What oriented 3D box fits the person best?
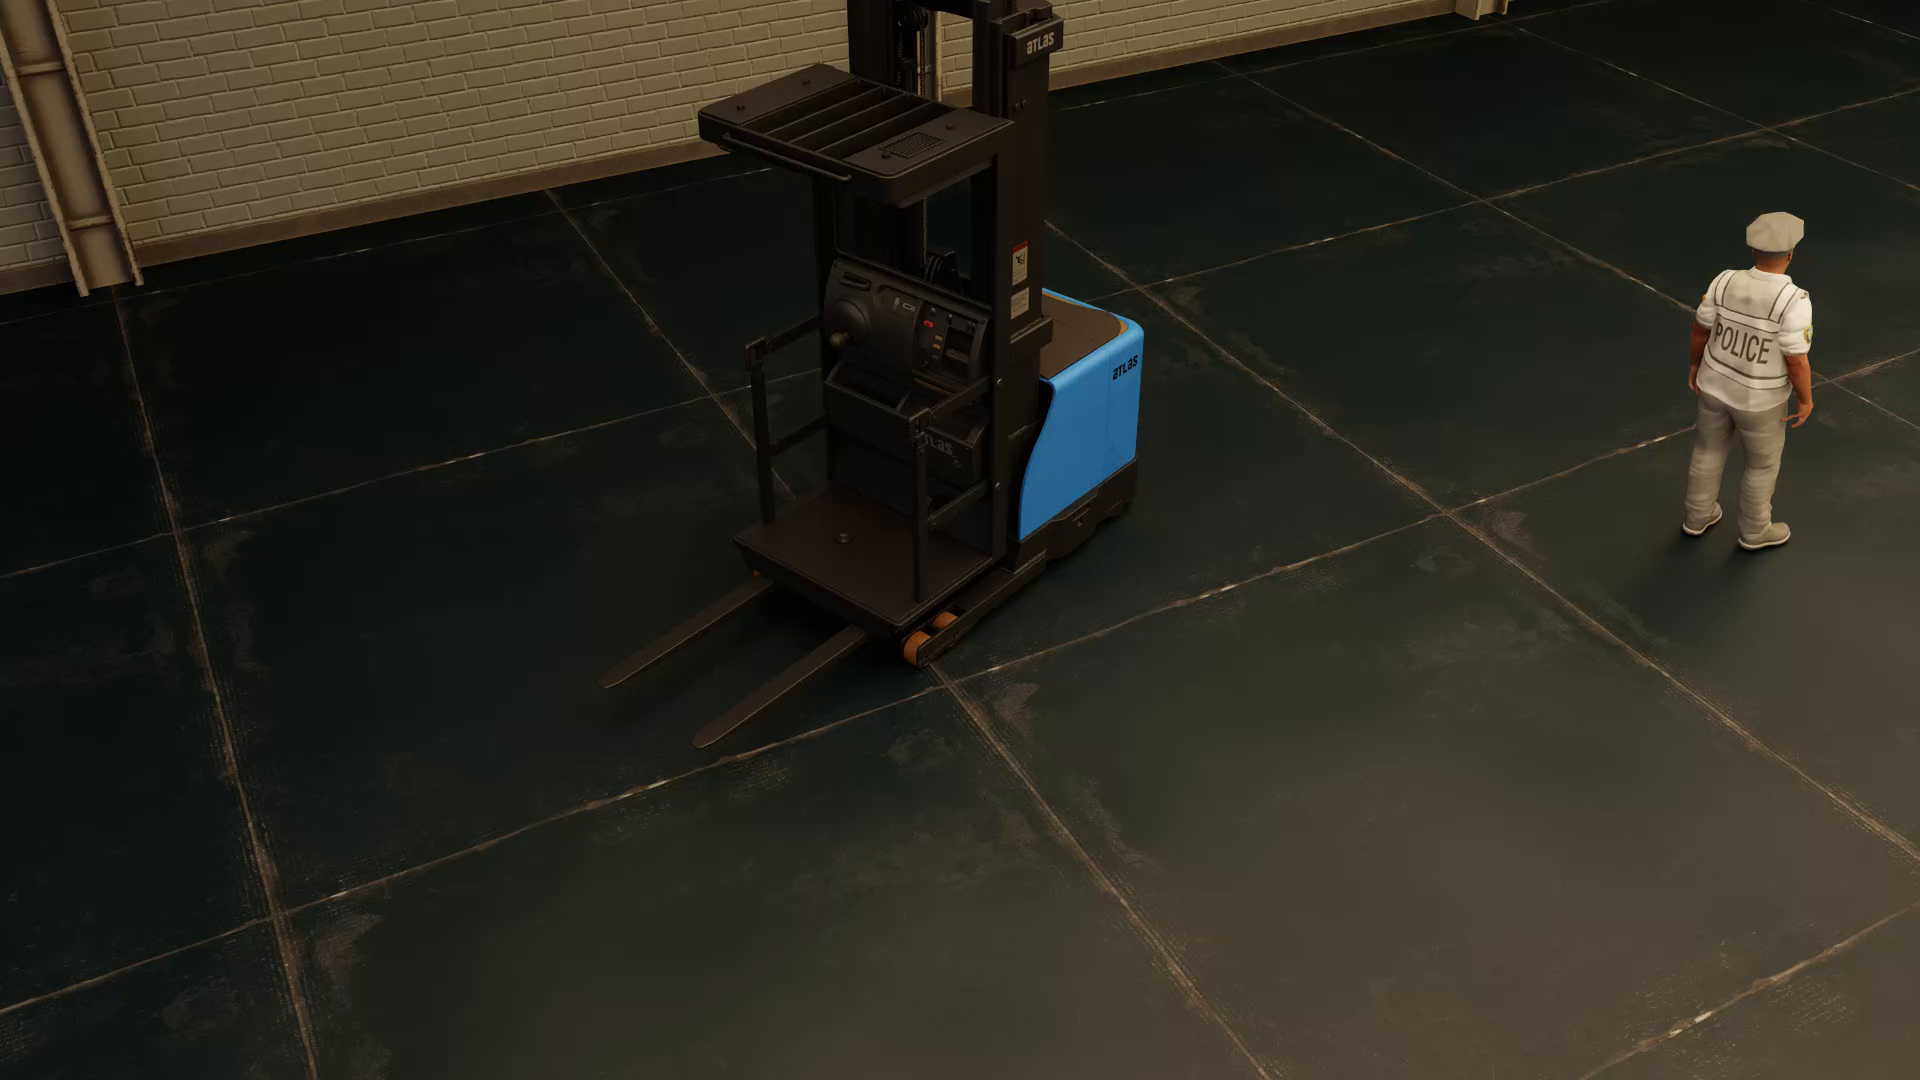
[{"bbox_3d":[3.931,-0.786,8.218,0.575,1.780,0.640,-24,42,-30],"label":"person"}]

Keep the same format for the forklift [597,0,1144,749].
[{"bbox_3d":[-0.390,-0.927,7.434,1.130,2.935,3.031,26,43,31],"label":"forklift"}]
